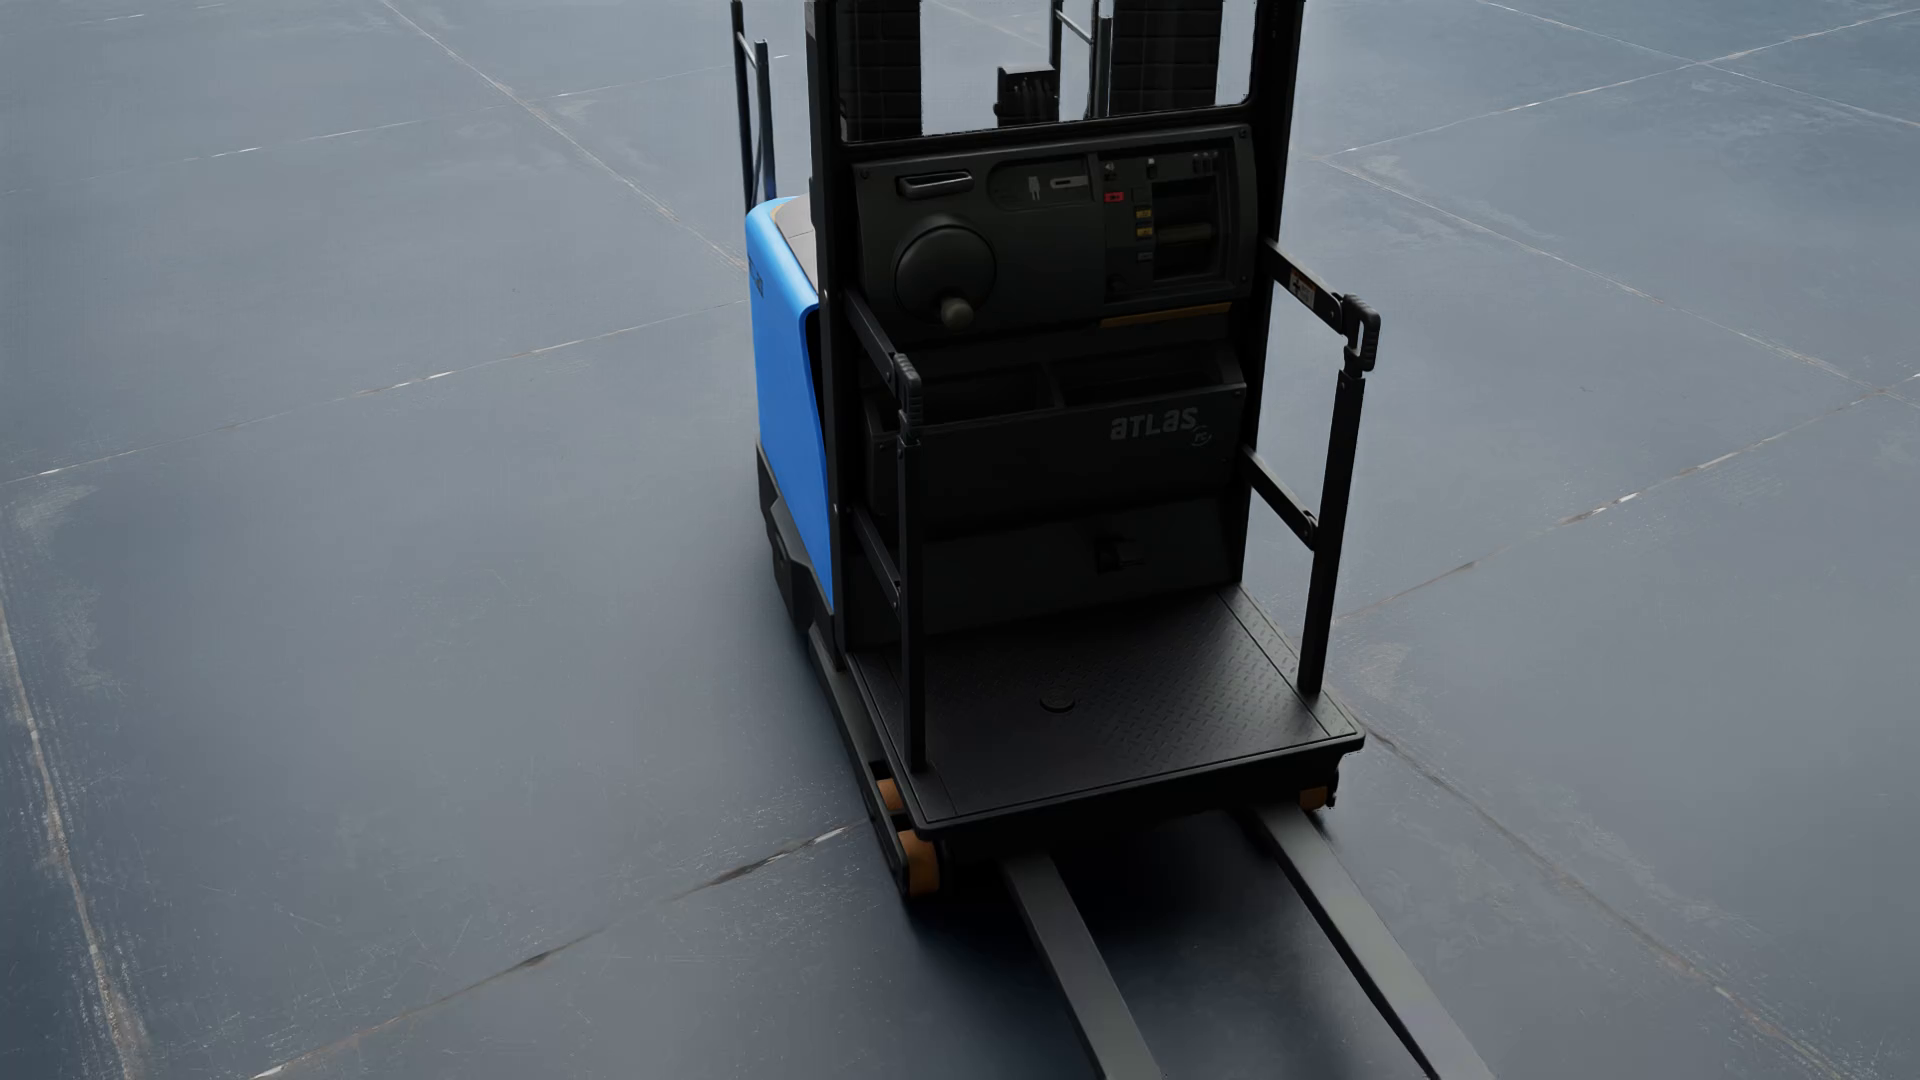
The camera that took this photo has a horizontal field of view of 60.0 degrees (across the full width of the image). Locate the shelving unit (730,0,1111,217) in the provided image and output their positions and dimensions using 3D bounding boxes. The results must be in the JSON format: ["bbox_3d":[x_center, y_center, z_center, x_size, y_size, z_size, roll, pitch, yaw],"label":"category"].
[{"bbox_3d":[-0.127,-0.951,5.352,1.048,1.500,0.538,-8,33,-13],"label":"shelving unit"}]

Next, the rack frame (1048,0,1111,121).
[{"bbox_3d":[0.364,-1.022,5.464,0.032,1.500,0.500,-8,33,-13],"label":"rack frame"}]

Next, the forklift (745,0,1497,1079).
[{"bbox_3d":[0.290,-0.638,3.514,1.130,2.935,3.031,-9,33,-15],"label":"forklift"}]

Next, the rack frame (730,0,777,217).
[{"bbox_3d":[-0.617,-0.880,5.239,0.032,1.500,0.500,-8,33,-13],"label":"rack frame"}]
